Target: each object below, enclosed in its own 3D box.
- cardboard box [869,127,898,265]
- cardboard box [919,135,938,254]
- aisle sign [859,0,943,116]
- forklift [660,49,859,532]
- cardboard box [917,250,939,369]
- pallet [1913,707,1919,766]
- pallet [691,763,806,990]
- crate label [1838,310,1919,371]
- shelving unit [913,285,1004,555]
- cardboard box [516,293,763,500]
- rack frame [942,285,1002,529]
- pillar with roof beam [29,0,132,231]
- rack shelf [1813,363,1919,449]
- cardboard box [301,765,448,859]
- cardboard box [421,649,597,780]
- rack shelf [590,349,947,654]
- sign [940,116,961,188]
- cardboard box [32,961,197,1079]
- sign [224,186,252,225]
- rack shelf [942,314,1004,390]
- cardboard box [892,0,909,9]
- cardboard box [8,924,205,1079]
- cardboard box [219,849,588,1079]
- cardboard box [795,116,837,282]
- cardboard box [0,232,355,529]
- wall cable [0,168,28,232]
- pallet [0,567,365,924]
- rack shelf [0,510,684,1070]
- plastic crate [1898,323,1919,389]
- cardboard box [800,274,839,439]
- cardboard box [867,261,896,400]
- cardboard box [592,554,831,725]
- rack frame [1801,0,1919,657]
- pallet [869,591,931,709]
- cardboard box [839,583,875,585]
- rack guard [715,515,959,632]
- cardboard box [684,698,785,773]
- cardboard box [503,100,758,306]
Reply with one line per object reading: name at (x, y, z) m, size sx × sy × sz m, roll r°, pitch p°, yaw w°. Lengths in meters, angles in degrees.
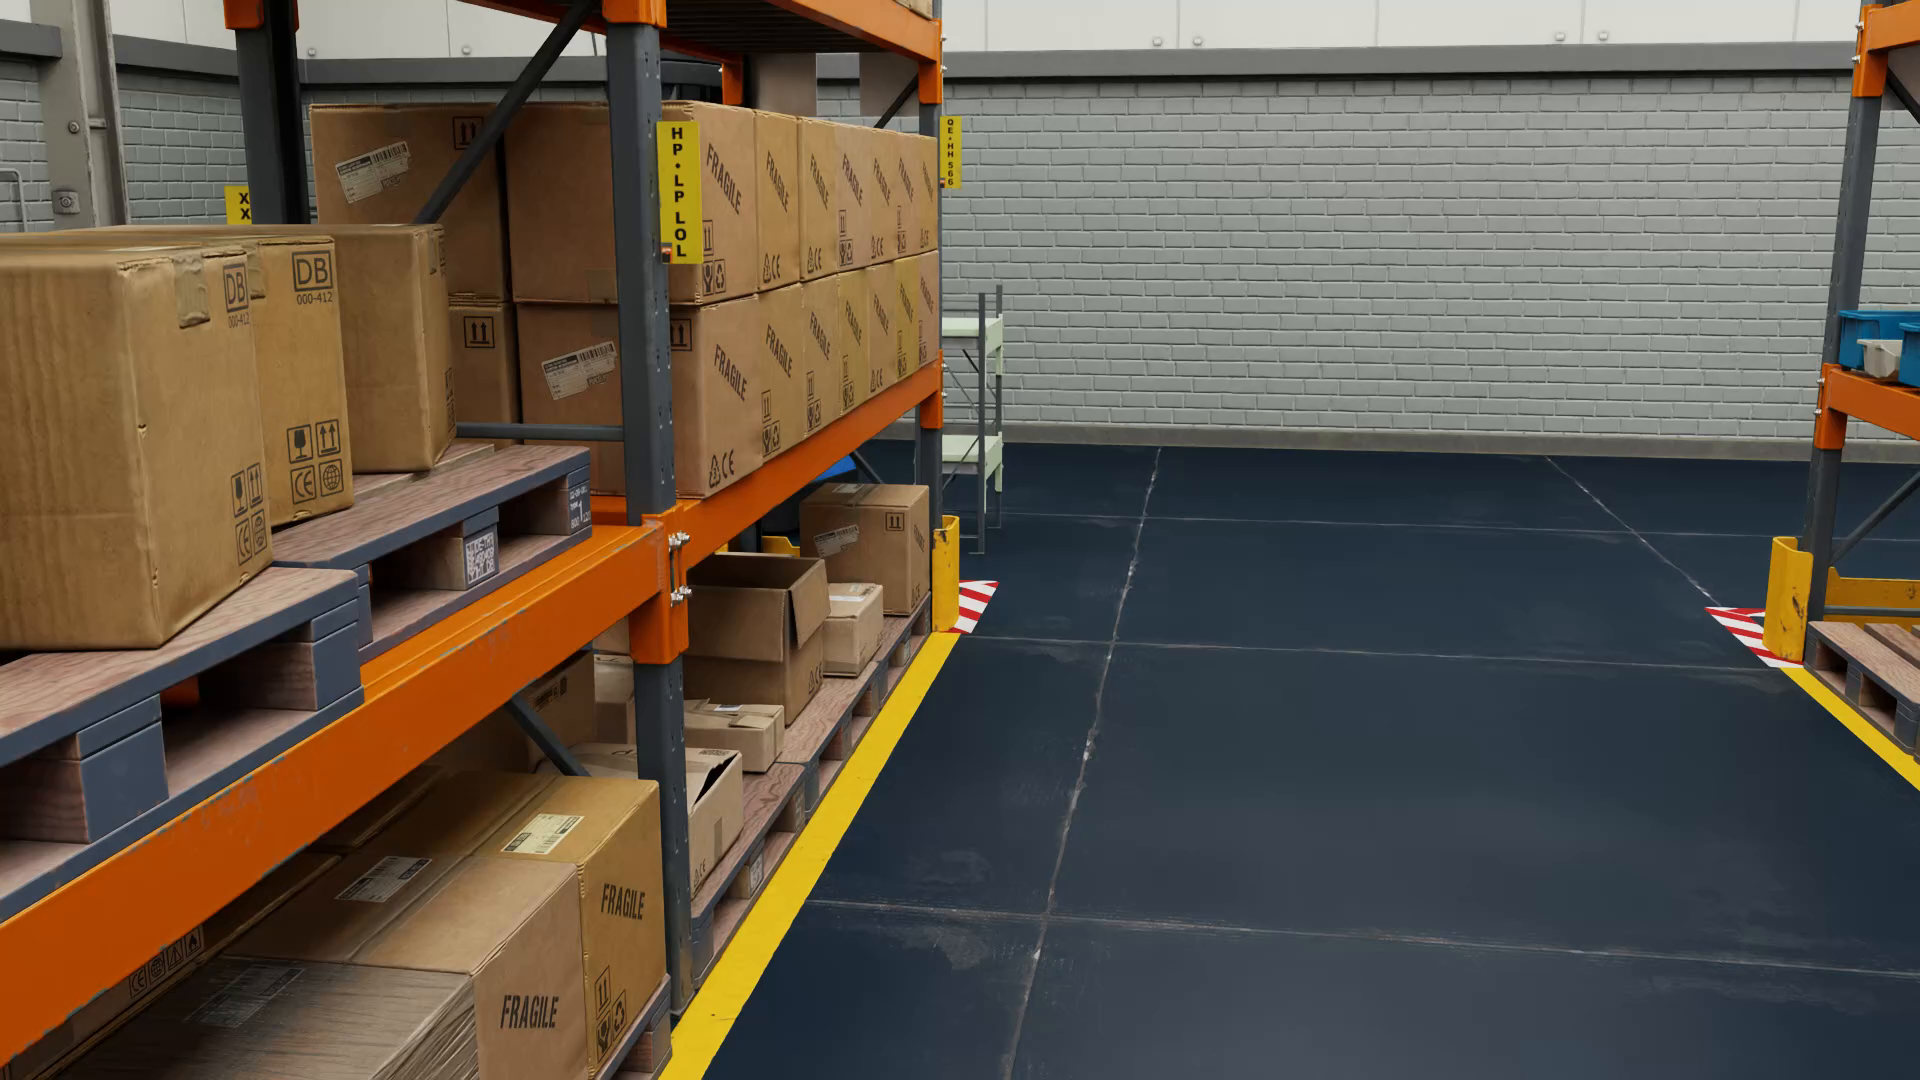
cardboard box at (-0.537, -1.318, 6.379) m, size 0.500 × 0.500 × 0.500 m, roll 2°, pitch 12°, yaw 10°
cardboard box at (-0.385, -1.531, 7.368) m, size 0.500 × 0.500 × 0.500 m, roll 2°, pitch 12°, yaw 8°
aisle sign at (-0.275, -2.370, 7.701) m, size 0.394 × 0.787 × 0.004 m, roll 2°, pitch 12°, yaw 9°
forklift at (-2.211, -1.632, 10.610) m, size 3.031 × 2.935 × 1.130 m, roll 5°, pitch 13°, yaw 24°
cardboard box at (-0.388, -1.042, 7.471) m, size 0.500 × 0.500 × 0.500 m, roll 2°, pitch 12°, yaw 10°
pallet at (3.950, 0.853, 5.535) m, size 1.003 × 0.211 × 1.213 m, roll 2°, pitch 12°, yaw 9°
pallet at (-1.097, 0.958, 5.049) m, size 1.003 × 0.211 × 1.213 m, roll 2°, pitch 12°, yaw 9°
crate label at (3.942, -0.841, 7.029) m, size 0.416 × 0.233 × 0.303 m, roll 2°, pitch 12°, yaw 9°
shelving unit at (-0.001, -0.732, 9.829) m, size 0.431 × 1.500 × 0.755 m, roll 2°, pitch 12°, yaw 9°
cardboard box at (-0.856, -0.409, 4.533) m, size 0.500 × 0.500 × 0.500 m, roll 2°, pitch 12°, yaw 10°
rack frame at (0.055, -0.808, 10.182) m, size 0.400 × 1.500 × 0.023 m, roll 2°, pitch 12°, yaw 9°
pillar with roof beam at (-1.669, -4.638, 10.155) m, size 9.100 × 9.000 × 0.400 m, roll 2°, pitch 12°, yaw 9°
rack shelf at (3.998, -0.166, 5.351) m, size 1.077 × 0.370 × 4.000 m, roll 2°, pitch 12°, yaw 9°
cardboard box at (-1.519, 0.837, 3.878) m, size 0.500 × 0.500 × 0.500 m, roll 1°, pitch 12°, yaw 6°
cardboard box at (-1.396, 0.617, 4.902) m, size 0.500 × 0.500 × 0.500 m, roll 2°, pitch 12°, yaw 9°
rack shelf at (-0.896, -0.327, 6.099) m, size 1.077 × 0.370 × 4.000 m, roll 2°, pitch 12°, yaw 9°
sign at (-0.043, -1.794, 7.697) m, size 0.100 × 0.325 × 0.005 m, roll 2°, pitch 12°, yaw 9°
cardboard box at (-1.674, 1.052, 2.880) m, size 0.500 × 0.500 × 0.500 m, roll 2°, pitch 12°, yaw 9°
sign at (-1.741, -0.702, 4.075) m, size 0.100 × 0.325 × 0.005 m, roll 2°, pitch 12°, yaw 9°
rack shelf at (-0.001, -1.113, 9.747) m, size 0.431 × 0.370 × 0.720 m, roll 2°, pitch 12°, yaw 9°
cardboard box at (-0.494, -2.269, 6.638) m, size 0.500 × 0.250 × 0.500 m, roll 2°, pitch 12°, yaw 9°
cardboard box at (-1.672, 0.679, 2.833) m, size 0.500 × 0.250 × 0.500 m, roll 2°, pitch 12°, yaw 9°
cardboard box at (-1.080, 0.959, 3.313) m, size 0.500 × 0.500 × 0.500 m, roll 2°, pitch 12°, yaw 9°
cardboard box at (-0.695, -1.104, 5.384) m, size 0.500 × 0.500 × 0.500 m, roll 2°, pitch 12°, yaw 7°
cardboard box at (-1.540, -0.280, 2.939) m, size 0.700 × 0.500 × 0.500 m, roll 4°, pitch 13°, yaw 18°
wall cable at (-6.221, -2.049, 9.969) m, size 0.084 × 1.984 × 1.851 m, roll 2°, pitch 12°, yaw 9°
pallet at (-1.524, 0.259, 2.127) m, size 1.003 × 0.211 × 1.213 m, roll 2°, pitch 12°, yaw 9°
rack shelf at (-1.511, 0.505, 2.236) m, size 1.077 × 0.370 × 4.000 m, roll 2°, pitch 12°, yaw 9°
plastic crate at (3.841, -0.704, 6.394) m, size 0.416 × 0.233 × 0.300 m, roll 2°, pitch 12°, yaw 9°
cardboard box at (-0.701, -0.619, 5.510) m, size 0.500 × 0.500 × 0.500 m, roll 2°, pitch 12°, yaw 8°
cardboard box at (-0.547, -0.830, 6.489) m, size 0.500 × 0.500 × 0.500 m, roll 2°, pitch 12°, yaw 9°
cardboard box at (-0.920, 0.351, 6.124) m, size 0.797 × 0.503 × 0.637 m, roll 2°, pitch 12°, yaw 9°
rack frame at (4.306, -0.934, 7.207) m, size 1.000 × 3.000 × 0.127 m, roll 2°, pitch 12°, yaw 9°
pallet at (-0.722, 0.450, 7.406) m, size 1.003 × 0.211 × 1.213 m, roll 2°, pitch 12°, yaw 9°
cardboard box at (-0.580, 0.277, 7.268) m, size 0.380 × 0.166 × 0.250 m, roll 2°, pitch 12°, yaw 9°
rack guard at (-0.600, 0.143, 8.145) m, size 1.175 × 0.500 × 0.348 m, roll 2°, pitch 12°, yaw 9°
cardboard box at (-0.802, 0.647, 5.554) m, size 0.380 × 0.166 × 0.250 m, roll 2°, pitch 12°, yaw 9°
cardboard box at (-0.853, -0.889, 4.389) m, size 0.500 × 0.500 × 0.500 m, roll 2°, pitch 12°, yaw 10°
